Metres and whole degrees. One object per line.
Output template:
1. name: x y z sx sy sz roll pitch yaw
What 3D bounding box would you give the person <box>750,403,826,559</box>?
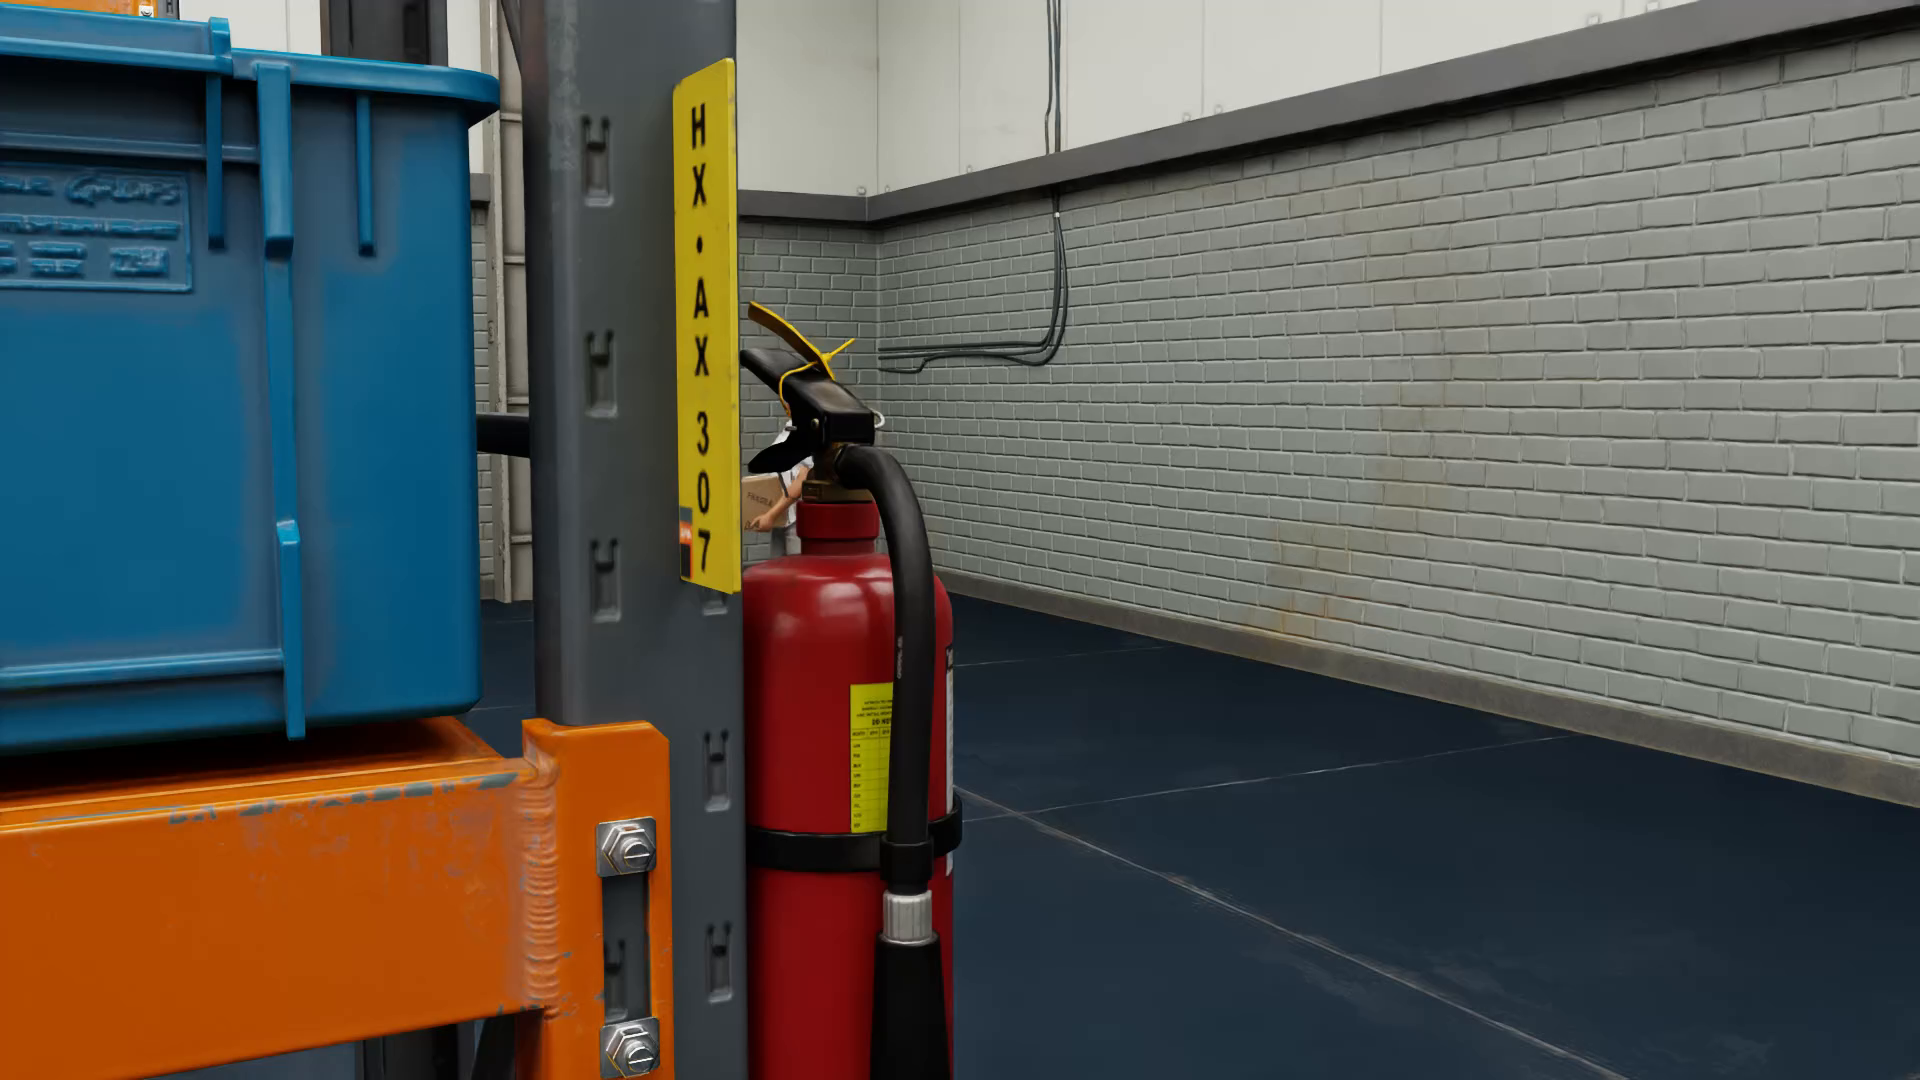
1. person: -0.872 -0.043 8.529 0.539 1.662 0.452 -3 6 -29
